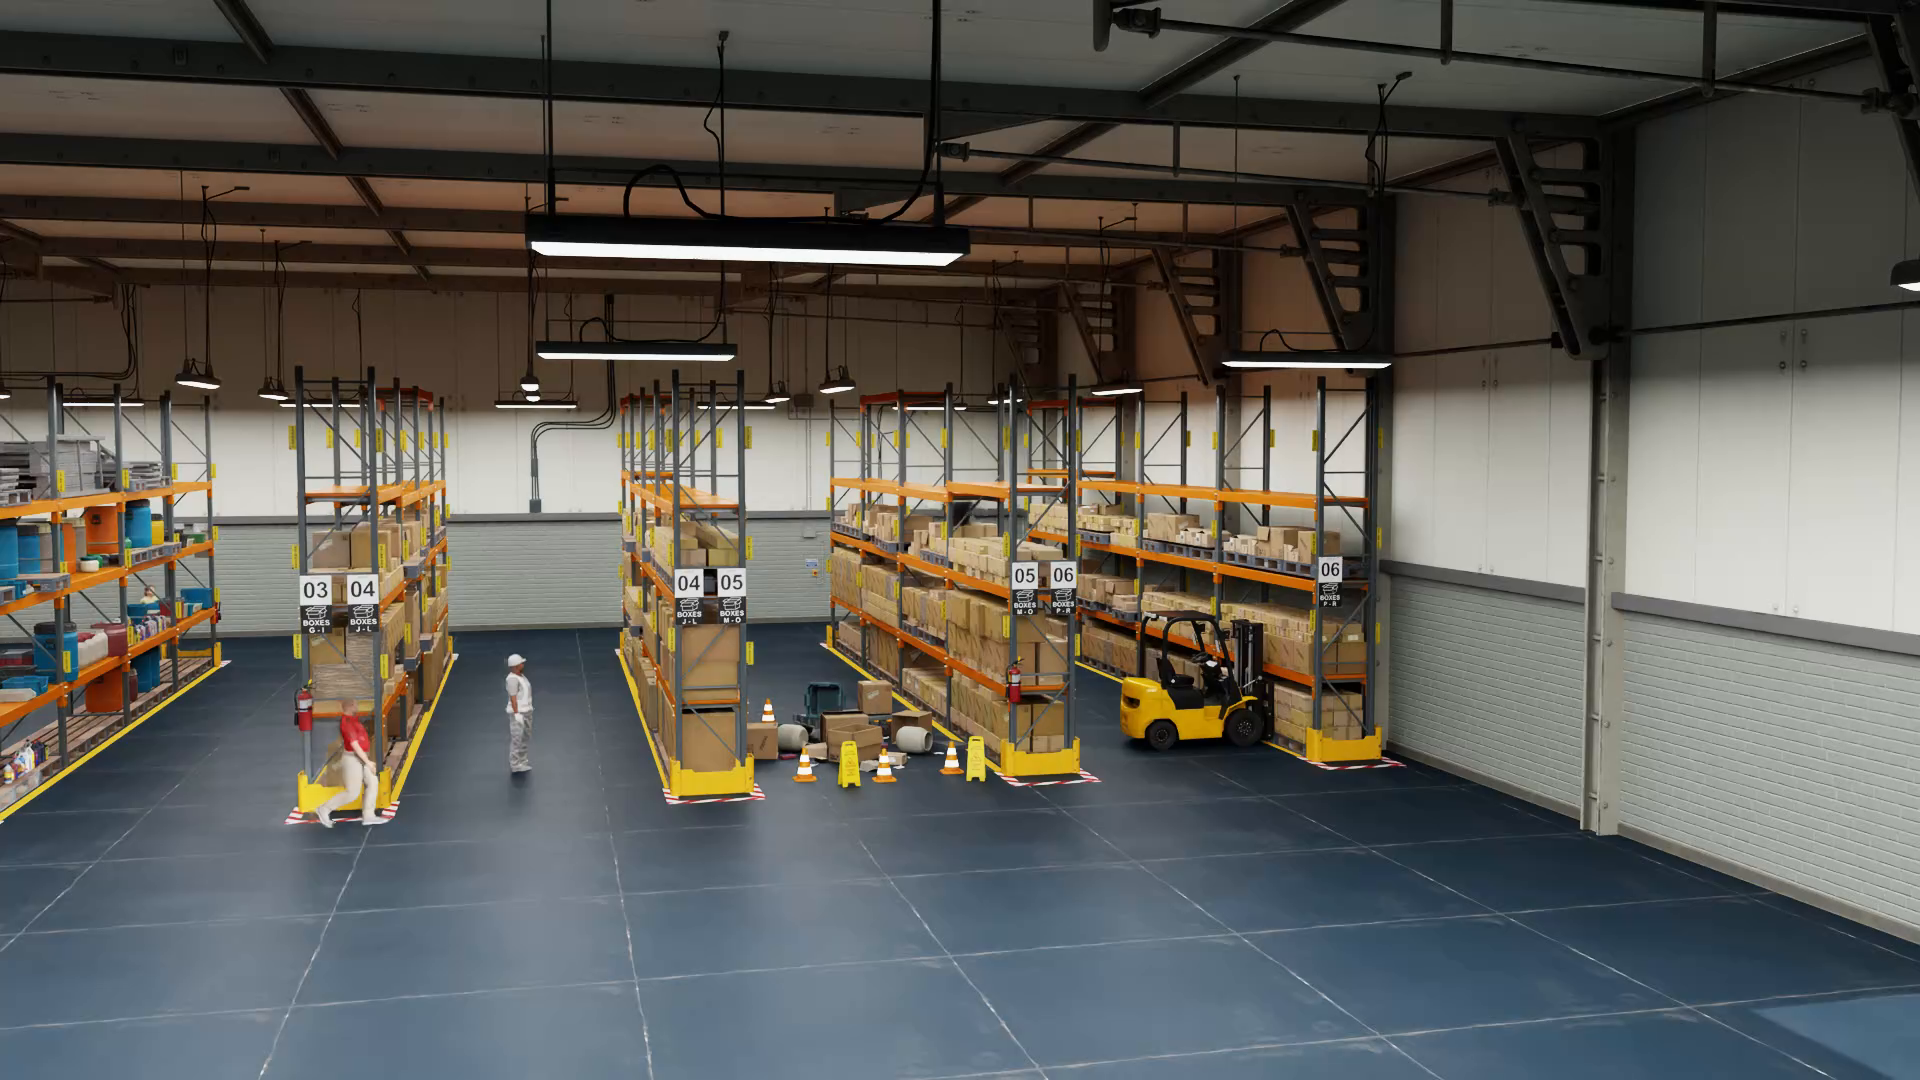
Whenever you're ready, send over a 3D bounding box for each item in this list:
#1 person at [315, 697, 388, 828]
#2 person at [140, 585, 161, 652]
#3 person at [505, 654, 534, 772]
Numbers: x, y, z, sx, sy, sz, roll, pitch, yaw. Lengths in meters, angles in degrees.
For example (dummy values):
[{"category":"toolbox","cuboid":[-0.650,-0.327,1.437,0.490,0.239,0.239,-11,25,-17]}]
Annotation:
[{"category":"person","cuboid":[-7.876,2.863,21.545,0.870,1.671,0.601,-1,3,-9]},{"category":"person","cuboid":[-18.749,1.863,38.554,0.533,1.620,0.983,-1,4,-15]},{"category":"person","cuboid":[-6.668,2.630,25.182,0.426,1.821,0.618,1,4,13]}]
